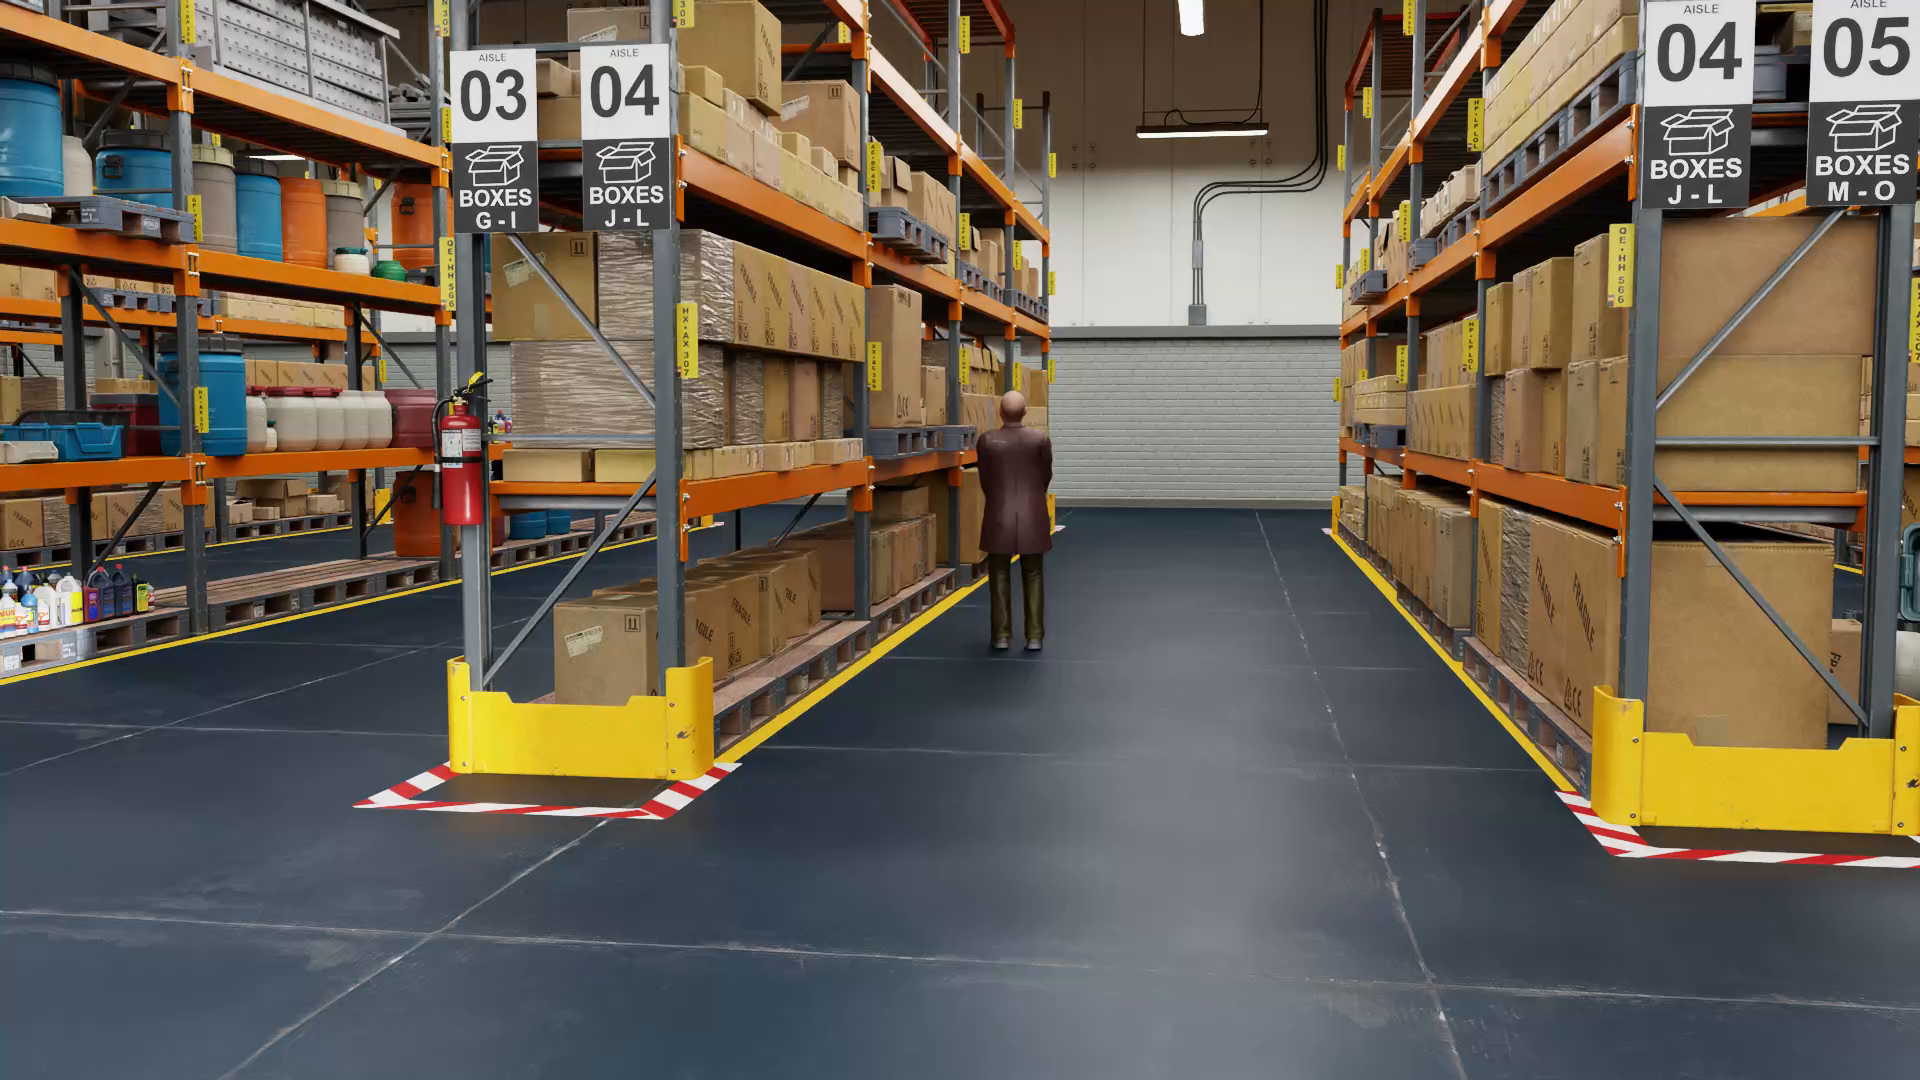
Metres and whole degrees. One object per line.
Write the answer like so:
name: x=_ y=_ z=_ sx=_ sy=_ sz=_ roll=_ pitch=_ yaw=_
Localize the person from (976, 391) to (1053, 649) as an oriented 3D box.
person: x=0.374 y=-0.144 z=11.504 sx=0.530 sy=1.769 sz=0.563 roll=0 pitch=4 yaw=0
